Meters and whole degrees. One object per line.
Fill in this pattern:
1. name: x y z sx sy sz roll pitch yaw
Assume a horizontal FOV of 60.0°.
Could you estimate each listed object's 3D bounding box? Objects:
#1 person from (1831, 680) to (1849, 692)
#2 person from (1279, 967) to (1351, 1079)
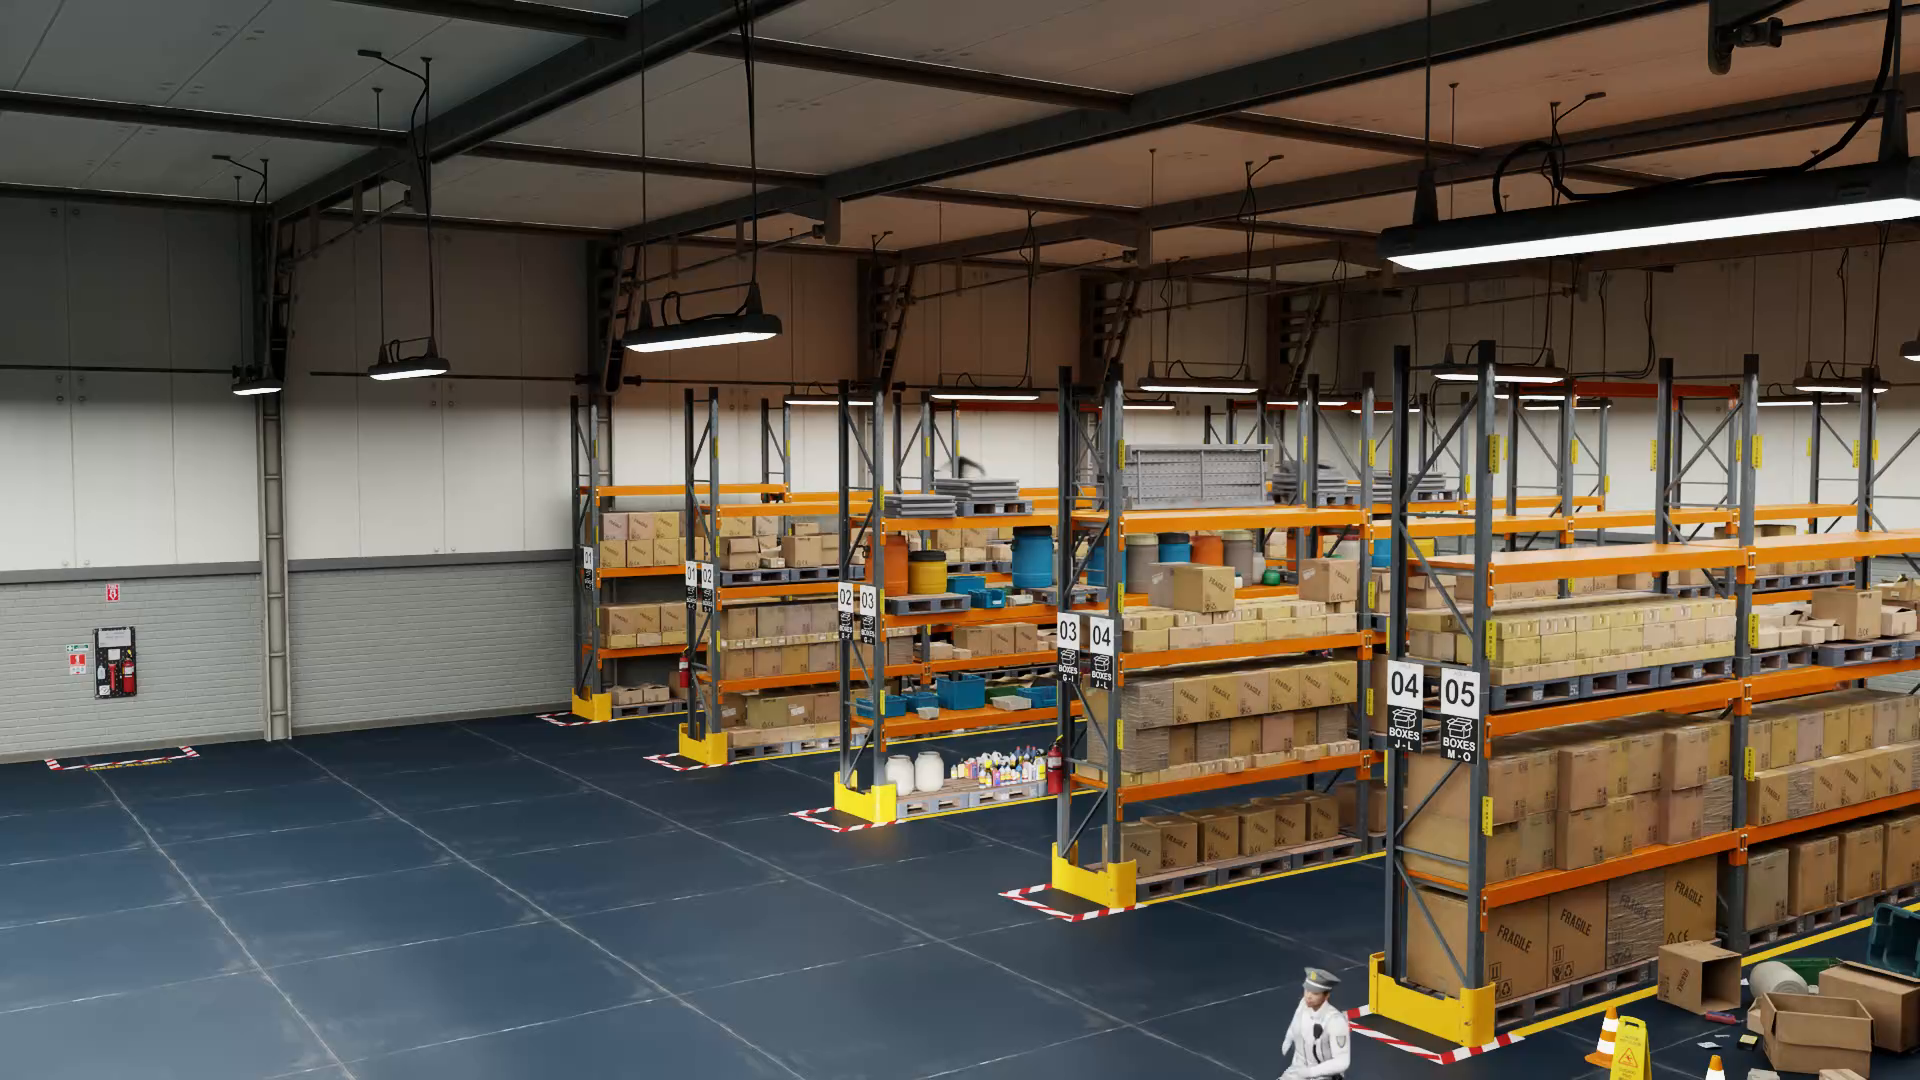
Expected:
1. person: 13.258 2.836 24.995 0.842 1.609 0.543 -2 4 -35
2. person: 2.368 3.691 11.441 0.643 1.577 0.777 -3 5 -43
